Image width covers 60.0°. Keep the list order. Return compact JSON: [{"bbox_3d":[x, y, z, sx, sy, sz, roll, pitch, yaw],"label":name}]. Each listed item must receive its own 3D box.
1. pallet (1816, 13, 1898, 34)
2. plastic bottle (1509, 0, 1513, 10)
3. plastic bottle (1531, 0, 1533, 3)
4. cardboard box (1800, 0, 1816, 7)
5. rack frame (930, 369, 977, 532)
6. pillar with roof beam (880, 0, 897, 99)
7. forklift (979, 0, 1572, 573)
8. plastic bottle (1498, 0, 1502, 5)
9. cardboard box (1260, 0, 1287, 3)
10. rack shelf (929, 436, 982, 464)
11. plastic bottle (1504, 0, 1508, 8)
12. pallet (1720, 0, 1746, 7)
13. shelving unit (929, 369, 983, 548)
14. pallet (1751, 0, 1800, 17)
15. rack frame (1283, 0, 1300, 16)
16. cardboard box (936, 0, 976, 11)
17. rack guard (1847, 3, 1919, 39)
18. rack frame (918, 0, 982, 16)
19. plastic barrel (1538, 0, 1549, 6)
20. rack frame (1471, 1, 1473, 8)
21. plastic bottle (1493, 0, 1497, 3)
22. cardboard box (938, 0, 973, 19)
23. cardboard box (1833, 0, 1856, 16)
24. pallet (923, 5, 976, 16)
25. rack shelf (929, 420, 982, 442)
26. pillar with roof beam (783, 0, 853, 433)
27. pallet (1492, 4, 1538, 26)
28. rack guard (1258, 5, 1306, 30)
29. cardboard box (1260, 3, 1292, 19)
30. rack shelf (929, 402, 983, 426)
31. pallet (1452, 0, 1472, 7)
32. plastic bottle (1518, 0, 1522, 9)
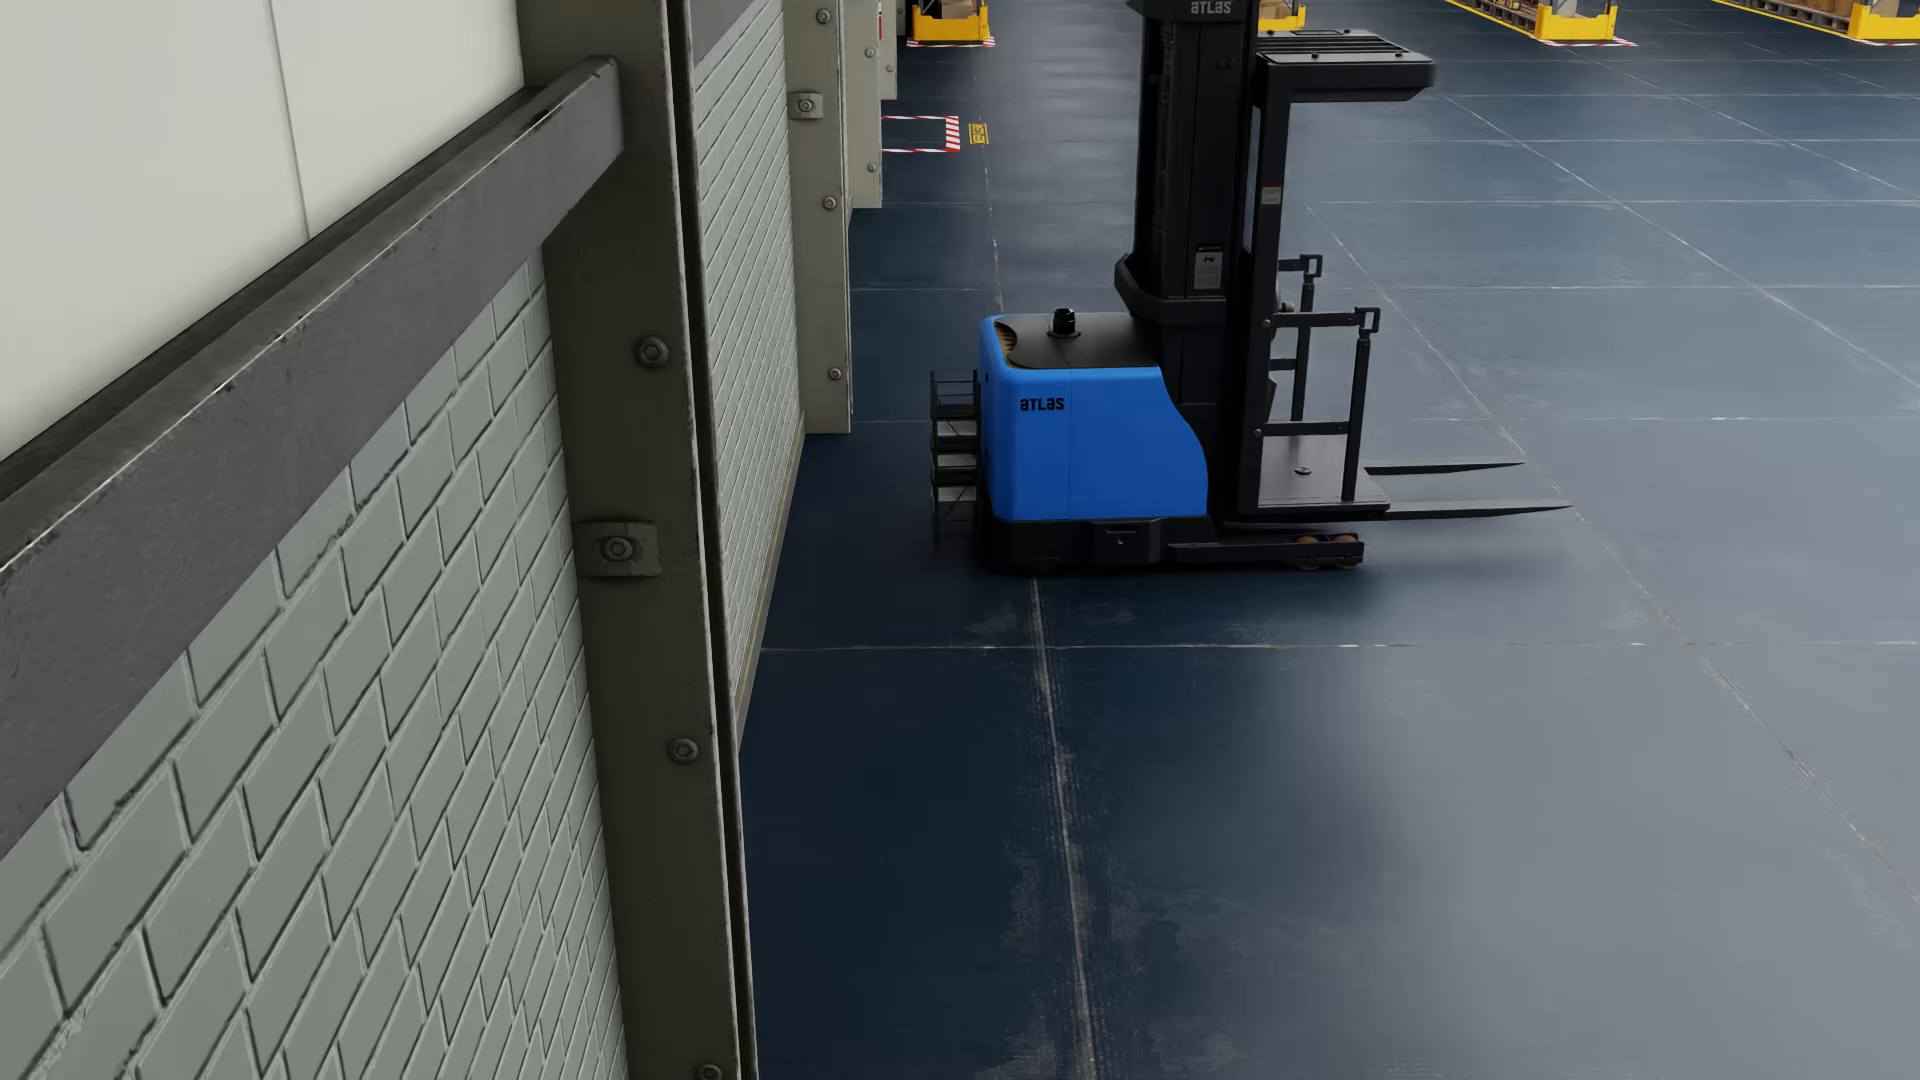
[{"bbox_3d":[14.727,-8.399,27.064,1.003,0.211,1.213,0,24,-1],"label":"pallet"},{"bbox_3d":[9.271,-9.047,27.875,0.061,0.283,0.133,0,24,1],"label":"plastic bottle"},{"bbox_3d":[9.904,-9.405,28.667,0.061,0.283,0.133,0,24,-1],"label":"plastic bottle"},{"bbox_3d":[14.722,-9.347,28.301,0.500,0.500,0.500,-2,24,-5],"label":"cardboard box"},{"bbox_3d":[-0.031,-0.455,8.663,0.240,0.900,0.006,-2,24,-4],"label":"rack frame"},{"bbox_3d":[3.340,-9.801,19.501,9.100,9.000,0.400,0,24,-1],"label":"pillar with roof beam"},{"bbox_3d":[1.634,-1.399,8.287,3.031,2.935,1.130,-2,24,-4],"label":"forklift"},{"bbox_3d":[9.306,-9.335,28.431,0.144,0.351,0.185,0,24,-1],"label":"plastic bottle"},{"bbox_3d":[5.005,-8.968,26.857,0.500,0.500,0.500,0,24,-1],"label":"cardboard box"},{"bbox_3d":[-0.023,-0.465,8.547,0.258,0.077,0.200,-2,24,-4],"label":"rack shelf"},{"bbox_3d":[9.314,-9.156,28.127,0.152,0.276,0.135,-1,24,-2],"label":"plastic bottle"},{"bbox_3d":[14.648,-10.002,30.608,1.003,0.211,1.213,0,24,-1],"label":"pallet"},{"bbox_3d":[-0.023,-0.414,8.571,0.258,0.900,0.210,-2,24,-4],"label":"shelving unit"},{"bbox_3d":[14.701,-9.404,29.287,1.003,0.211,1.213,0,24,-1],"label":"pallet"},{"bbox_3d":[4.796,-9.260,25.585,1.000,3.000,0.127,0,24,-1],"label":"rack frame"},{"bbox_3d":[-0.039,-9.121,27.776,0.700,0.500,0.500,-2,24,-4],"label":"cardboard box"},{"bbox_3d":[14.701,-8.196,26.264,1.175,0.500,0.348,0,24,-1],"label":"rack guard"},{"bbox_3d":[-0.157,-9.236,25.532,1.000,3.000,0.127,0,24,-1],"label":"rack frame"},{"bbox_3d":[9.660,-8.816,27.112,0.421,0.512,0.421,0,24,0],"label":"plastic barrel"},{"bbox_3d":[9.705,-10.929,29.275,1.000,3.000,0.127,0,24,-1],"label":"rack frame"},{"bbox_3d":[9.262,-9.412,28.682,0.061,0.283,0.133,1,24,2],"label":"plastic bottle"},{"bbox_3d":[-0.075,-8.497,26.627,0.500,0.311,0.500,-3,25,-7],"label":"cardboard box"},{"bbox_3d":[14.671,-8.859,27.222,0.500,0.500,0.500,6,25,13],"label":"cardboard box"},{"bbox_3d":[-0.142,-8.834,28.025,1.003,0.211,1.213,0,24,-1],"label":"pallet"},{"bbox_3d":[-0.023,-0.547,8.510,0.258,0.077,0.200,-2,24,-4],"label":"rack shelf"},{"bbox_3d":[3.471,-4.857,8.568,9.100,9.000,0.400,0,24,-1],"label":"pillar with roof beam"},{"bbox_3d":[9.687,-8.878,28.123,1.003,0.211,1.213,0,24,-1],"label":"pallet"},{"bbox_3d":[4.796,-8.111,26.078,1.175,0.500,0.348,0,24,-1],"label":"rack guard"},{"bbox_3d":[5.013,-8.421,26.556,0.500,0.250,0.500,0,24,-1],"label":"cardboard box"},{"bbox_3d":[-0.023,-0.629,8.473,0.258,0.077,0.200,-2,24,-4],"label":"rack shelf"},{"bbox_3d":[9.658,-9.982,30.565,1.003,0.211,1.213,0,24,-1],"label":"pallet"},{"bbox_3d":[9.422,-9.103,28.000,0.061,0.283,0.133,0,24,-1],"label":"plastic bottle"}]
